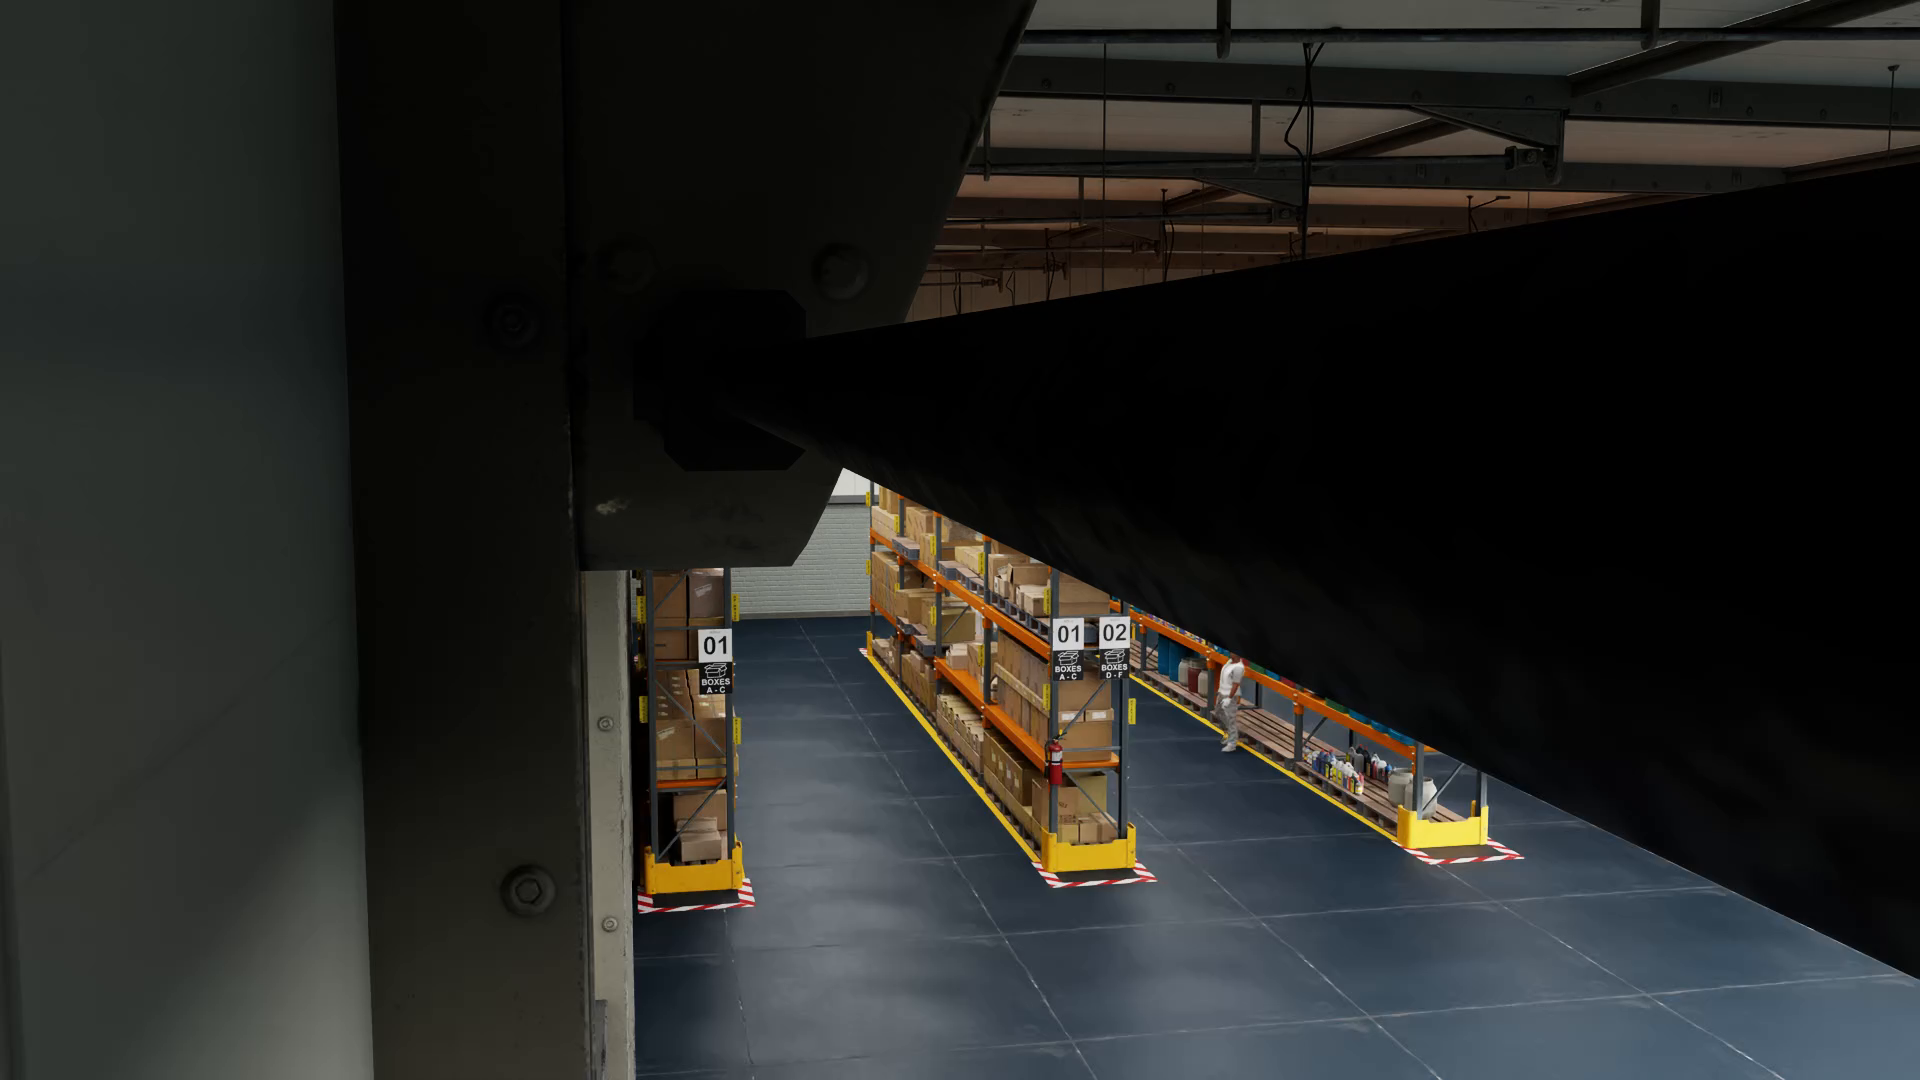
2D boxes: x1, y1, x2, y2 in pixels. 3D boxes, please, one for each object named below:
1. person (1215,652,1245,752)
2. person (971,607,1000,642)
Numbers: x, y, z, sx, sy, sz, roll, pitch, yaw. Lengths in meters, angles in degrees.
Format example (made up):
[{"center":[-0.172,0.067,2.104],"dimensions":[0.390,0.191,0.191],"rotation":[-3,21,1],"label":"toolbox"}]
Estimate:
[{"center":[4.441,2.580,27.485],"dimensions":[0.480,1.775,0.674],"rotation":[-2,6,-15],"label":"person"},{"center":[0.495,1.963,33.846],"dimensions":[0.666,1.778,1.027],"rotation":[-1,6,-11],"label":"person"}]
